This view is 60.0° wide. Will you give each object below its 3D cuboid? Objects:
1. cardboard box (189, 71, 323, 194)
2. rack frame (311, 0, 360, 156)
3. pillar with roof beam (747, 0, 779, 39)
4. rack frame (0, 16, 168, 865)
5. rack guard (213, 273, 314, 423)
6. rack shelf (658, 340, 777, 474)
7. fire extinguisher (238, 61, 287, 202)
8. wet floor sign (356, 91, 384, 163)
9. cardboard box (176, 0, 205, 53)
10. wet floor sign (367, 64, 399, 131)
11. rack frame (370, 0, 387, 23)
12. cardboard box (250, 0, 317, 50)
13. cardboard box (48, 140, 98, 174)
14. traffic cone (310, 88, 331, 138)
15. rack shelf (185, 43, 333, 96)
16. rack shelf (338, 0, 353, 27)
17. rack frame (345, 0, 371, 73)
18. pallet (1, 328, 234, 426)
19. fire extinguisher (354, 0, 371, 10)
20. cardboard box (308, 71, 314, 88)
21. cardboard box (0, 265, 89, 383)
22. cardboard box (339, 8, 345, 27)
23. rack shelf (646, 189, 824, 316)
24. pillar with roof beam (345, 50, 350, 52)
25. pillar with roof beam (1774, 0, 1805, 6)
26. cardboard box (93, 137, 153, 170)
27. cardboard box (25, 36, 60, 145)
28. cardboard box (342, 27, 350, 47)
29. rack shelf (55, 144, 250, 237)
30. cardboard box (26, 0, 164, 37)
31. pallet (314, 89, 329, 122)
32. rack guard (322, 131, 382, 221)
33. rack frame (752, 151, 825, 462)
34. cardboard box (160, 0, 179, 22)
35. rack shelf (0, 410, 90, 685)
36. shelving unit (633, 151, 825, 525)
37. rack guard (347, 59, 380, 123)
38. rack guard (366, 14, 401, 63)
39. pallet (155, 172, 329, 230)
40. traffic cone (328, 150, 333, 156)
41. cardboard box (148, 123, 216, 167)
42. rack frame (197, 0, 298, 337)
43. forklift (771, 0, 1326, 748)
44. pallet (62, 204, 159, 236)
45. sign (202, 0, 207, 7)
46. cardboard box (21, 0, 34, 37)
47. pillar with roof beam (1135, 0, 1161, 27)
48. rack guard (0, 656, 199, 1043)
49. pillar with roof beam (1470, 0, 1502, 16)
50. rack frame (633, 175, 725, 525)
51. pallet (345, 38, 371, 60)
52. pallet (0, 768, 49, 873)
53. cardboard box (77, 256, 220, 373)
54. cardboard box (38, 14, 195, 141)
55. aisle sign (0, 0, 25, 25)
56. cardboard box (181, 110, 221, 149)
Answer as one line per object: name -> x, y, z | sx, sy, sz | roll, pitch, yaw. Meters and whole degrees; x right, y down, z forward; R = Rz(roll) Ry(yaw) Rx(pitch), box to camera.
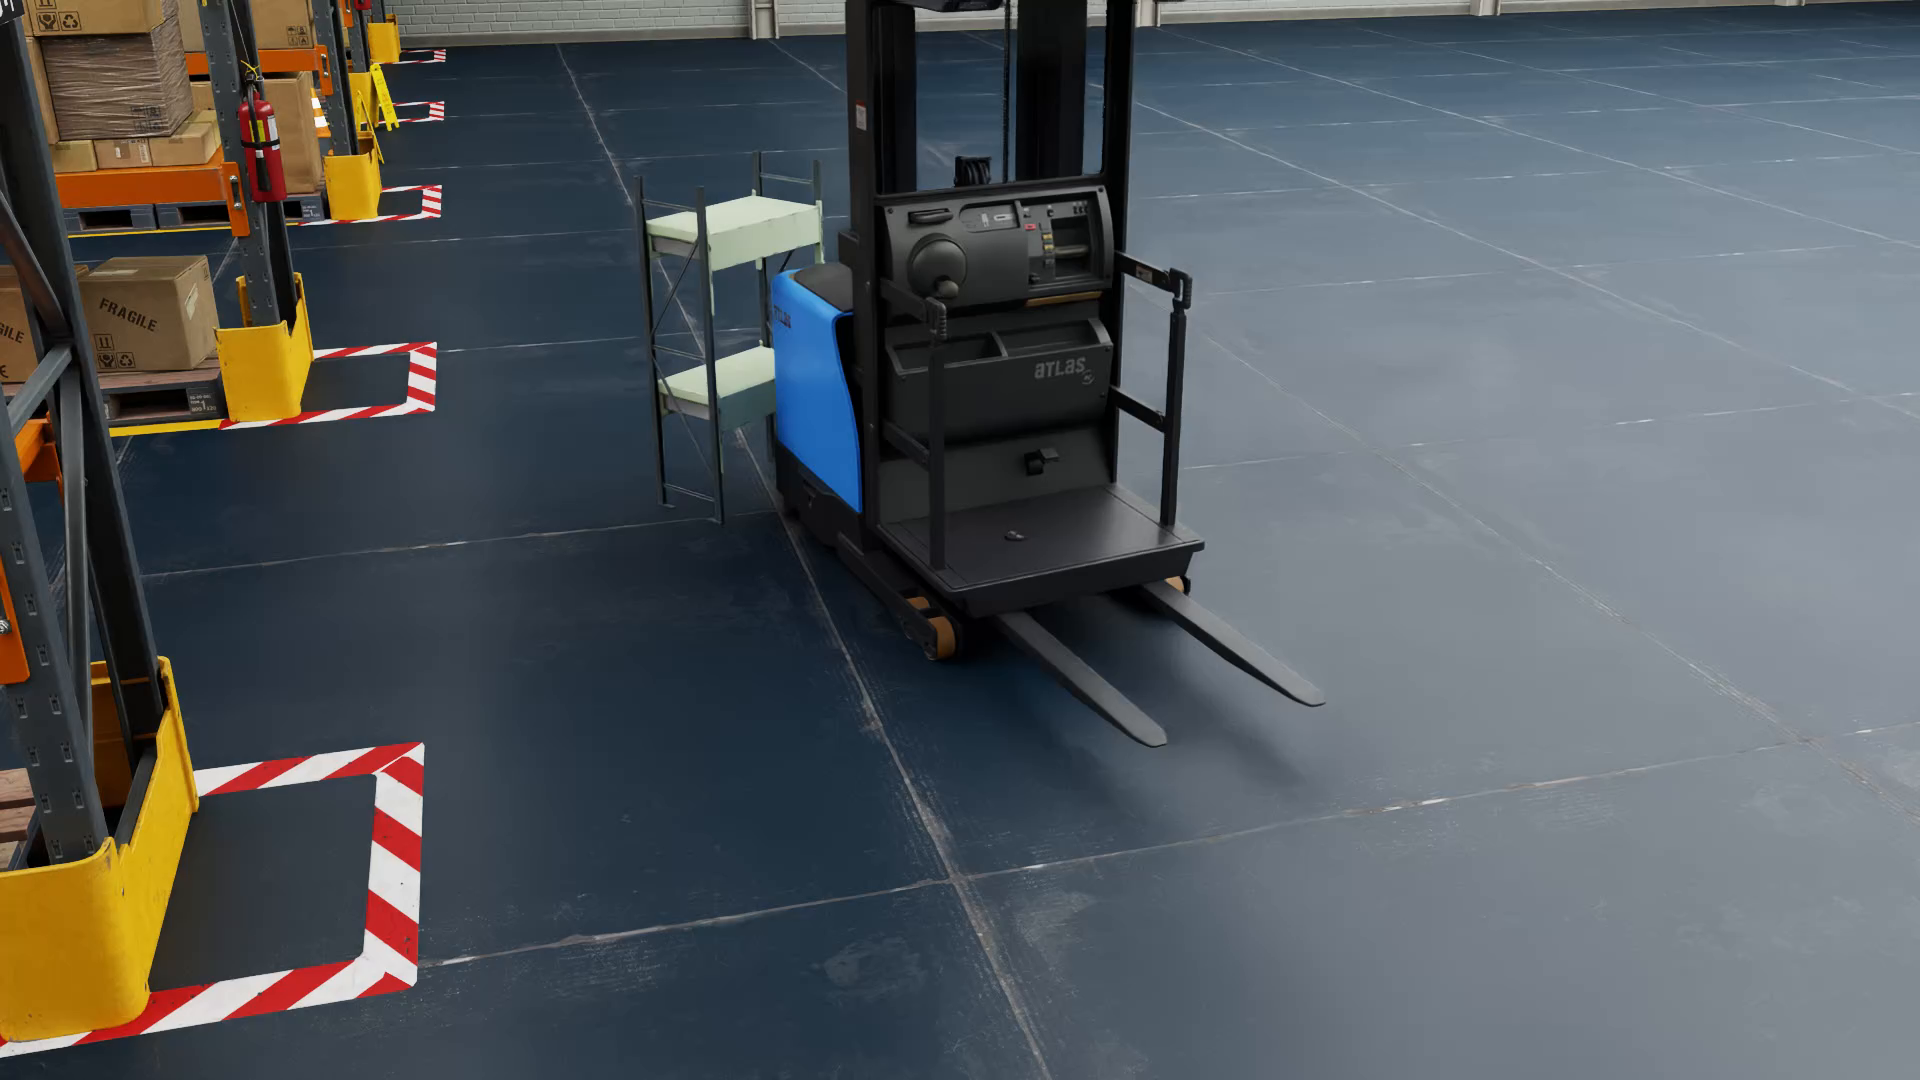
cardboard box -> -5.607, -3.246, 13.173 | 0.875, 0.875, 0.875 | -6, 24, -14
rack frame -> -4.972, -4.127, 13.063 | 0.127, 3.000, 1.000 | -6, 24, -14
pillar with roof beam -> -1.724, -9.909, 18.931 | 0.400, 9.000, 9.100 | -6, 24, -14
rack frame -> -2.391, -0.352, 4.267 | 0.127, 3.000, 1.000 | -6, 24, -14
rack guard -> -3.802, -1.076, 9.124 | 0.348, 0.500, 1.175 | -6, 24, -14
rack shelf -> -0.997, -0.622, 7.625 | 0.431, 0.370, 0.720 | 16, 28, 33
fire extinguisher -> -3.494, -2.034, 8.285 | 0.183, 0.674, 0.296 | -6, 24, -14
wet floor sign -> -5.479, -3.800, 15.287 | 0.232, 0.644, 0.267 | -11, 25, -23
cardboard box -> -5.840, -4.072, 12.746 | 0.550, 0.550, 0.875 | -6, 24, -14
wet floor sign -> -5.934, -4.527, 16.983 | 0.232, 0.644, 0.267 | 2, 23, 4
rack frame -> -7.750, -7.879, 21.809 | 0.127, 3.000, 1.000 | -6, 24, -14
cardboard box -> -5.317, -4.139, 12.902 | 0.550, 0.550, 0.875 | -6, 24, -14
cardboard box -> -4.415, -1.936, 8.277 | 0.250, 0.149, 0.380 | -6, 24, -14
traffic cone -> -6.472, -4.294, 16.670 | 0.334, 0.463, 0.336 | -6, 24, -14
rack shelf -> -6.897, -3.583, 12.709 | 4.000, 0.370, 1.077 | -6, 24, -14
rack shelf -> -8.332, -5.452, 17.063 | 4.000, 0.370, 1.077 | -6, 24, -14
rack frame -> -6.406, -5.995, 17.418 | 0.127, 3.000, 1.000 | -6, 24, -14
pallet -> -4.594, -0.870, 9.010 | 1.213, 0.211, 1.003 | -6, 24, -14
fire extinguisher -> -6.171, -5.797, 17.054 | 0.183, 0.674, 0.296 | -6, 24, -14
cardboard box -> -7.257, -4.944, 17.922 | 0.500, 0.250, 0.500 | -7, 24, -15
cardboard box -> -4.901, -1.140, 8.741 | 0.500, 0.500, 0.500 | 0, 23, 0
cardboard box -> -8.135, -6.868, 21.772 | 0.500, 0.250, 0.500 | -7, 24, -15
rack shelf -> -0.997, -1.281, 7.343 | 0.431, 0.370, 0.720 | 16, 28, 33
pillar with roof beam -> -7.501, -9.270, 17.442 | 0.400, 9.000, 9.100 | -6, 24, -14
pillar with roof beam -> 15.606, -11.826, 23.399 | 0.400, 9.000, 9.100 | -6, 24, -14
cardboard box -> -4.189, -1.982, 8.384 | 0.250, 0.149, 0.380 | -6, 24, -14
cardboard box -> -4.715, -2.268, 8.229 | 0.500, 0.500, 0.875 | -6, 24, -14
cardboard box -> -8.117, -6.639, 21.872 | 0.500, 0.250, 0.500 | -6, 24, -14
rack shelf -> -5.655, -1.689, 8.295 | 4.000, 0.370, 1.077 | -6, 24, -14
cardboard box -> -4.192, -2.723, 8.019 | 0.500, 0.500, 0.500 | -6, 24, -14
pallet -> -7.271, -4.633, 17.779 | 1.213, 0.211, 1.003 | -6, 24, -14
rack guard -> -4.948, -2.980, 13.562 | 0.348, 0.500, 1.175 | -6, 24, -14
rack frame -> -0.779, -1.038, 7.767 | 0.400, 1.500, 0.023 | 16, 28, 33
cardboard box -> -4.332, -2.920, 8.479 | 0.500, 0.500, 0.500 | -6, 24, -14
rack shelf -> -4.317, 0.191, 3.913 | 4.000, 0.370, 1.077 | -6, 24, -14
shelving unit -> -0.997, -0.922, 7.497 | 0.431, 1.500, 0.755 | 16, 28, 33
rack guard -> -6.479, -4.838, 17.892 | 0.348, 0.500, 1.175 | -6, 24, -14
rack guard -> -7.727, -6.733, 22.308 | 0.348, 0.500, 1.175 | -6, 24, -14
pallet -> -5.720, -2.730, 13.345 | 1.213, 0.211, 1.003 | -6, 24, -14
traffic cone -> -5.844, -3.909, 15.772 | 0.334, 0.463, 0.336 | -6, 24, -14
cardboard box -> -3.948, -2.009, 8.446 | 0.250, 0.149, 0.380 | -6, 24, -14
rack frame -> -3.729, -2.233, 8.650 | 0.127, 3.000, 1.000 | -6, 24, -14
forklift -> 0.249, -1.093, 6.079 | 1.130, 2.935, 3.031 | -11, 25, -23
pallet -> -6.893, -2.602, 13.046 | 1.213, 0.211, 1.003 | -6, 24, -14
sign -> -3.598, -2.697, 7.863 | 0.005, 0.325, 0.100 | -6, 24, -14
cardboard box -> -4.672, -2.667, 7.890 | 0.500, 0.500, 0.500 | -6, 24, -14
pillar with roof beam -> 4.053, -10.548, 20.420 | 0.400, 9.000, 9.100 | -6, 24, -14
rack guard -> -2.452, 0.822, 4.700 | 0.348, 0.500, 1.175 | -6, 24, -14
pillar with roof beam -> 9.829, -11.187, 21.910 | 0.400, 9.000, 9.100 | -6, 24, -14
rack frame -> -1.216, -0.806, 7.227 | 0.400, 1.500, 0.023 | 16, 28, 33
pallet -> -8.475, -6.501, 22.132 | 1.213, 0.211, 1.003 | -6, 24, -14
pallet -> -3.235, 1.040, 4.560 | 1.213, 0.211, 1.003 | -6, 24, -14
cardboard box -> -4.335, -1.217, 8.919 | 0.500, 0.500, 0.500 | -2, 23, -5
cardboard box -> -4.266, -2.367, 8.459 | 0.500, 0.500, 0.875 | -6, 24, -14
aisle sign -> -2.401, -1.666, 4.032 | 0.004, 0.787, 0.394 | -6, 24, -14
cardboard box -> -4.068, -2.177, 8.839 | 0.250, 0.149, 0.380 | -6, 24, -14
